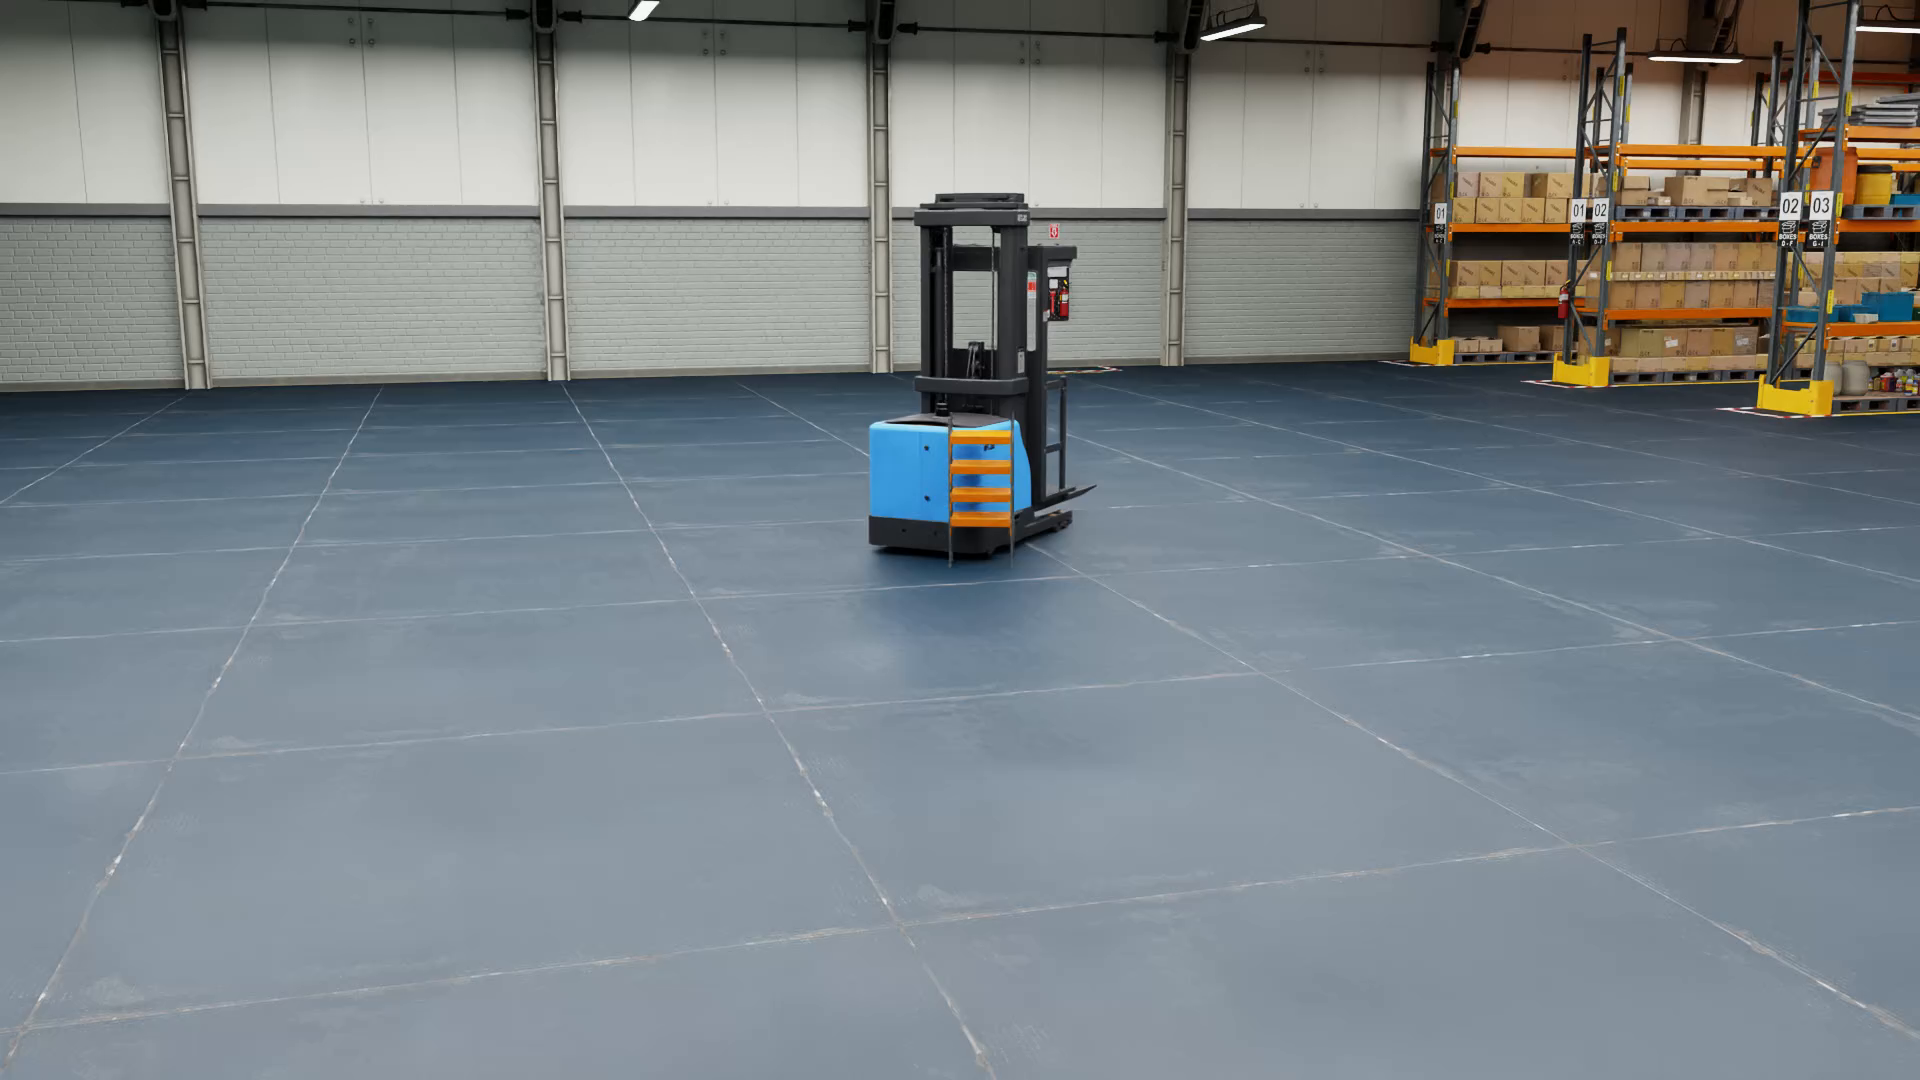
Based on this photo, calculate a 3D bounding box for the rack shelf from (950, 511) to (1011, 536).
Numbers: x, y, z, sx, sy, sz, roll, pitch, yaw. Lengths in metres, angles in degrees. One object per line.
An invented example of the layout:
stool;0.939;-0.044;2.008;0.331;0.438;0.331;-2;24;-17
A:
rack shelf;0.169;-0.135;13.177;0.480;0.148;0.258;1;15;4

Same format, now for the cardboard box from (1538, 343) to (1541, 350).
cardboard box;11.885;-4.044;34.691;0.250;0.149;0.380;-4;11;-21

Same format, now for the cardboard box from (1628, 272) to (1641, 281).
cardboard box;11.663;-4.609;29.029;0.250;0.149;0.380;-3;11;-17

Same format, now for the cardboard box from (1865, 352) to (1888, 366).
cardboard box;16.747;-3.356;30.728;0.500;0.250;0.500;-3;11;-15

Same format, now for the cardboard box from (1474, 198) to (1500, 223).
cardboard box;10.502;-6.634;33.481;0.500;0.500;0.500;-2;11;-12

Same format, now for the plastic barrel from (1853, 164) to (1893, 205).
plastic barrel;13.413;-5.237;24.545;0.600;0.588;0.600;0;10;0

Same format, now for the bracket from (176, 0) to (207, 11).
bracket;-12.530;-8.756;27.116;0.430;0.232;0.235;-3;11;-16

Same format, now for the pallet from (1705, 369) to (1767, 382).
pallet;14.039;-3.042;30.290;1.213;0.211;1.003;-3;11;-16

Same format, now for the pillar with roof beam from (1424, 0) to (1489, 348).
pillar with roof beam;11.219;-7.493;30.195;0.548;9.000;9.100;-3;11;-16

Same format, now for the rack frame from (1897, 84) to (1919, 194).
rack frame;21.107;-8.663;36.549;0.127;3.000;1.000;-3;11;-16

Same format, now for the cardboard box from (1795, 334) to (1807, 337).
cardboard box;15.621;-3.674;30.908;0.500;0.311;0.500;-3;11;-14

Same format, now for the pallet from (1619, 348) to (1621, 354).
pallet;14.173;-3.976;35.361;1.213;0.211;1.003;-3;11;-16

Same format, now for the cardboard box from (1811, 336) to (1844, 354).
cardboard box;15.763;-3.579;30.388;0.500;0.311;0.500;-3;11;-17

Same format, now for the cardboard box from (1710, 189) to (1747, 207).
cardboard box;13.738;-6.146;29.865;0.500;0.311;0.500;-4;11;-19

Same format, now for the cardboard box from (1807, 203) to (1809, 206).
cardboard box;15.408;-6.084;30.081;0.500;0.250;0.500;-2;11;-10

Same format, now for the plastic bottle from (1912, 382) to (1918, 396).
plastic bottle;14.282;-2.266;24.885;0.097;0.201;0.097;0;10;0

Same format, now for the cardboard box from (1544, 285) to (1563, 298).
cardboard box;12.097;-5.115;34.207;0.500;0.250;0.500;-3;11;-16

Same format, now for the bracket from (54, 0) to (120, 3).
bracket;-15.817;-8.583;26.175;4.783;0.066;0.076;-3;11;-16

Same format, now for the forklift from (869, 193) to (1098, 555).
forklift;0.353;-1.542;14.628;1.130;2.935;3.031;5;12;26

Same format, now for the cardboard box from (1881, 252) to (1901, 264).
cardboard box;20.237;-6.194;36.485;0.500;0.250;0.500;-3;11;-15

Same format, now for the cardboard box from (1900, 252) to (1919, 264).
cardboard box;20.730;-6.218;36.617;0.500;0.250;0.500;-3;11;-15

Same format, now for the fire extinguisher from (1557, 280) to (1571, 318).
fire extinguisher;10.730;-4.281;29.530;0.183;0.674;0.296;-3;11;-16

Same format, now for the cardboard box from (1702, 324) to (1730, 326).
cardboard box;13.803;-3.674;30.383;0.500;0.500;0.500;-3;11;-16

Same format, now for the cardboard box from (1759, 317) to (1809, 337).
cardboard box;18.009;-4.674;36.228;0.750;0.750;0.750;-3;11;-17

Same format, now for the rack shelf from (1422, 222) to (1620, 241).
rack shelf;11.506;-6.328;34.137;4.000;0.370;1.077;-3;11;-16

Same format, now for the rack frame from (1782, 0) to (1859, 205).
rack frame;12.354;-6.333;23.896;0.127;3.000;1.000;-3;11;-16

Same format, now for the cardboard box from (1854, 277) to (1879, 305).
cardboard box;16.543;-4.584;30.686;0.500;0.500;0.500;-3;11;-16

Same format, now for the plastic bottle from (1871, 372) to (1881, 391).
plastic bottle;14.102;-2.442;25.613;0.133;0.283;0.061;-3;11;-15

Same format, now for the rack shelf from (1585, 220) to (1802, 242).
rack shelf;12.894;-5.467;29.460;4.000;0.370;1.077;-3;11;-16

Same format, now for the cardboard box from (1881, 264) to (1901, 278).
cardboard box;20.247;-5.823;36.540;0.500;0.500;0.500;-3;11;-15

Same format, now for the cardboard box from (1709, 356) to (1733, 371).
cardboard box;13.471;-3.188;29.814;0.500;0.250;0.500;-3;11;-16

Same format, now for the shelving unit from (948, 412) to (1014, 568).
shelving unit;0.168;-0.392;13.108;0.503;1.200;0.258;1;15;4

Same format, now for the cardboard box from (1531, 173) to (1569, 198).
cardboard box;11.999;-7.203;33.813;0.500;0.500;0.500;-3;11;-18

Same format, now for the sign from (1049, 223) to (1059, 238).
sign;1.836;-6.026;32.392;0.199;0.298;0.001;-3;11;-16

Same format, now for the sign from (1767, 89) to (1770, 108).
sign;14.651;-7.989;30.091;0.005;0.325;0.100;-3;11;-16

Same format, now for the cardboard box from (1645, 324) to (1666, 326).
cardboard box;14.610;-4.370;35.487;0.500;0.500;0.700;-3;11;-17

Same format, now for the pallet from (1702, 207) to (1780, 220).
pallet;14.002;-5.831;29.694;1.213;0.211;1.003;-3;11;-16

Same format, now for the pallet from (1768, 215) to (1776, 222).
pallet;17.870;-6.934;35.965;1.003;0.211;1.213;-2;11;-13

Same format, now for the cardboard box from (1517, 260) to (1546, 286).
cardboard box;11.595;-5.458;34.001;0.500;0.500;0.500;-3;11;-14

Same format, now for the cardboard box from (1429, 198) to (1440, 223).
cardboard box;9.915;-6.704;33.865;0.500;0.500;0.500;-2;11;-12

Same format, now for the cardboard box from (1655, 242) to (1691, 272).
cardboard box;12.463;-5.009;29.410;0.500;0.500;0.700;-3;11;-16

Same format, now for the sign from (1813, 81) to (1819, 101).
sign;14.946;-7.837;29.044;0.005;0.325;0.100;-3;11;-16

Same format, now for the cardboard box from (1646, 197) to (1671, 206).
cardboard box;12.152;-5.900;28.975;0.250;0.149;0.380;-3;11;-16

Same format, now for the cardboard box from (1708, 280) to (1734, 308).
cardboard box;13.402;-4.420;29.794;0.500;0.500;0.700;-3;11;-15

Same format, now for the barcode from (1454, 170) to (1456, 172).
barcode;10.127;-7.539;34.036;0.075;0.075;0.001;-3;11;-16

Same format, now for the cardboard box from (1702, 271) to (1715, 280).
cardboard box;13.139;-4.686;29.448;0.250;0.149;0.380;-3;11;-14

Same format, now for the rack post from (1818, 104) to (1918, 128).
rack post;13.116;-6.104;24.029;0.954;0.300;0.937;-2;11;-10

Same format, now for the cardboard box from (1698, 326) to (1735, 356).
cardboard box;13.468;-3.559;29.758;0.500;0.500;0.500;-3;11;-16

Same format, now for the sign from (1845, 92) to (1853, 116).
sign;12.504;-6.135;23.394;0.005;0.325;0.100;-3;11;-16
